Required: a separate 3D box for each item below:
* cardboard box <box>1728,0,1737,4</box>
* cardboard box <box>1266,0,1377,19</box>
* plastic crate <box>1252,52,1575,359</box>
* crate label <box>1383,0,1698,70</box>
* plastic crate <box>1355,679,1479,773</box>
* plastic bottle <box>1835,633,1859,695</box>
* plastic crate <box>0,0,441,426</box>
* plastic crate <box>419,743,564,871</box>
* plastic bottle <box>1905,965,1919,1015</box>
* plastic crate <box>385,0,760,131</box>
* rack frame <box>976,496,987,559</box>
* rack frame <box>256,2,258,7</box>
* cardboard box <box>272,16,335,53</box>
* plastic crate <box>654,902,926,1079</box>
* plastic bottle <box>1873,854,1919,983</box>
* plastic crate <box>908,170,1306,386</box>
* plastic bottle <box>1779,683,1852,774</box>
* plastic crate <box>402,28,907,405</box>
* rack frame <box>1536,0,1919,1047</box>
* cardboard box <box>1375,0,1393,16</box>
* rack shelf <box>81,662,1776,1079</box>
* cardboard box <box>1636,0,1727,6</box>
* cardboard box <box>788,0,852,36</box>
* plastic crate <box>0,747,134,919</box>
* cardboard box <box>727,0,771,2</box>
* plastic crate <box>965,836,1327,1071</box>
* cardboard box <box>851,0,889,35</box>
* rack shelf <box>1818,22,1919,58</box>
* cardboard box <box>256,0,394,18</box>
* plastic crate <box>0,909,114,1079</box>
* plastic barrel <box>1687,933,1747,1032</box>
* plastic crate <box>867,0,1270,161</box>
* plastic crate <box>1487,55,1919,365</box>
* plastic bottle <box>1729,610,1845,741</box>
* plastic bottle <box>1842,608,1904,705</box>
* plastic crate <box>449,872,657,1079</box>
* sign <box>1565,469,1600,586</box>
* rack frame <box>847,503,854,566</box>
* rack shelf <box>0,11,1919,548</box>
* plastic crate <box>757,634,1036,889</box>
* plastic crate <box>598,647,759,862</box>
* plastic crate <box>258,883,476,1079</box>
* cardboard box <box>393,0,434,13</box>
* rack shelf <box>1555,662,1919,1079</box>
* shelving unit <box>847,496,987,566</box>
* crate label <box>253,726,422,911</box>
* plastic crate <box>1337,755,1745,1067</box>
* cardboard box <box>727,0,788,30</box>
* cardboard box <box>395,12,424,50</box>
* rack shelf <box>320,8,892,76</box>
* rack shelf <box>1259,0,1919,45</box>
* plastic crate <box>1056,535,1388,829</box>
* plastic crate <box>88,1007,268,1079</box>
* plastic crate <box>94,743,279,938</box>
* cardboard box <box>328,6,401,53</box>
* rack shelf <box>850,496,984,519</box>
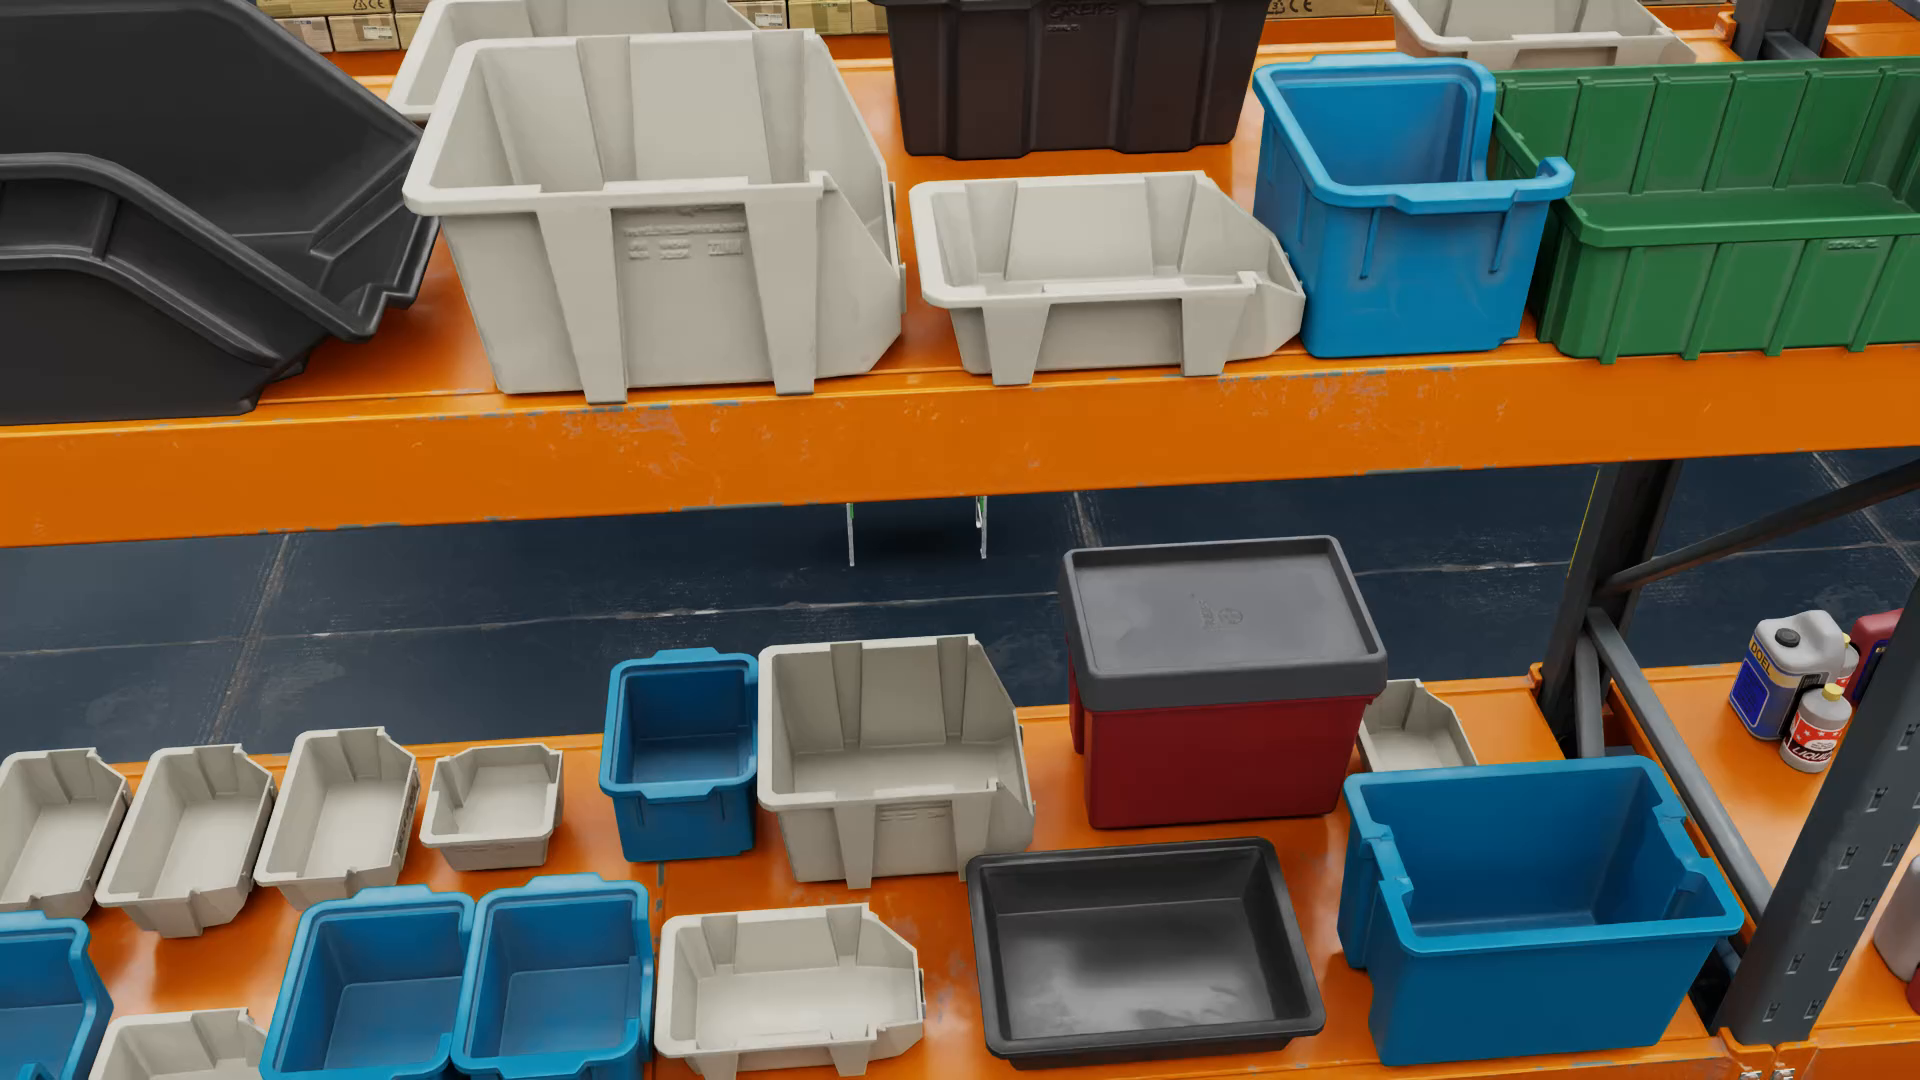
[{"bbox_3d":[3.474,-2.627,7.077,0.500,0.500,0.500,-4,38,-5],"label":"cardboard box"},{"bbox_3d":[1.454,-2.513,6.932,0.500,0.500,0.500,-3,38,-4],"label":"cardboard box"},{"bbox_3d":[0.534,-0.411,2.063,0.300,0.233,0.416,-3,38,-4],"label":"plastic crate"},{"bbox_3d":[0.899,-0.772,2.598,0.466,0.136,0.293,-3,38,-4],"label":"crate label"},{"bbox_3d":[0.936,0.471,3.396,0.243,0.136,0.396,-3,38,-4],"label":"plastic crate"},{"bbox_3d":[1.889,0.287,3.625,0.097,0.201,0.097,0,38,0],"label":"plastic bottle"},{"bbox_3d":[-1.026,-0.394,1.957,0.767,0.338,0.504,-3,38,-4],"label":"plastic crate"},{"bbox_3d":[-0.917,0.532,3.319,0.250,0.136,0.298,-3,38,-4],"label":"plastic crate"},{"bbox_3d":[1.815,0.743,2.981,0.133,0.283,0.061,-3,38,-4],"label":"plastic bottle"},{"bbox_3d":[-0.536,-0.667,2.466,0.530,0.136,0.437,-3,38,-4],"label":"plastic crate"},{"bbox_3d":[0.078,-0.475,5.884,0.015,1.200,0.240,-3,38,-4],"label":"rack frame"},{"bbox_3d":[-3.011,-2.383,6.848,0.127,3.000,1.000,-3,38,-4],"label":"rack frame"},{"bbox_3d":[-2.628,-2.100,6.693,0.250,0.149,0.380,-3,38,-3],"label":"cardboard box"},{"bbox_3d":[-0.296,0.815,2.960,0.466,0.136,0.293,-3,38,-4],"label":"plastic crate"},{"bbox_3d":[1.832,0.651,3.043,0.185,0.351,0.144,-3,38,-4],"label":"plastic bottle"},{"bbox_3d":[0.179,-0.316,2.020,0.466,0.136,0.293,-3,38,-4],"label":"plastic crate"},{"bbox_3d":[1.806,0.387,3.499,0.097,0.201,0.097,0,38,0],"label":"plastic bottle"},{"bbox_3d":[-0.337,-0.389,1.996,0.530,0.282,0.437,-3,38,-4],"label":"plastic crate"},{"bbox_3d":[1.412,0.454,3.253,0.127,3.000,1.000,-3,38,-4],"label":"rack frame"},{"bbox_3d":[1.955,-2.541,6.968,0.500,0.500,0.500,-3,38,-4],"label":"cardboard box"},{"bbox_3d":[-0.580,0.846,3.337,4.000,0.370,1.077,-3,38,-4],"label":"rack shelf"},{"bbox_3d":[2.967,-2.599,7.042,0.500,0.500,0.500,-2,38,-3],"label":"cardboard box"},{"bbox_3d":[-0.581,-2.214,6.837,0.250,0.149,0.380,-4,38,-5],"label":"cardboard box"},{"bbox_3d":[-1.776,0.597,3.237,0.243,0.136,0.396,-3,38,-4],"label":"plastic crate"},{"bbox_3d":[-0.971,-2.390,6.739,0.500,0.250,0.500,-4,38,-5],"label":"cardboard box"},{"bbox_3d":[0.321,0.765,3.032,0.590,0.125,0.437,-3,38,-4],"label":"plastic crate"},{"bbox_3d":[-0.326,-2.228,6.855,0.250,0.149,0.380,-2,38,-3],"label":"cardboard box"},{"bbox_3d":[3.404,-0.551,2.686,4.000,0.370,1.077,-3,38,-4],"label":"rack shelf"},{"bbox_3d":[-2.509,-2.300,6.625,0.500,0.250,0.500,-4,38,-5],"label":"cardboard box"},{"bbox_3d":[-1.641,0.869,2.814,0.300,0.233,0.416,-3,38,-4],"label":"plastic crate"},{"bbox_3d":[1.956,1.093,3.798,0.708,0.901,0.600,-3,38,-4],"label":"plastic barrel"},{"bbox_3d":[0.151,-0.774,2.493,0.590,0.269,0.497,-3,38,-4],"label":"plastic crate"},{"bbox_3d":[1.017,-0.431,2.124,0.662,0.188,0.450,-3,38,-4],"label":"plastic crate"},{"bbox_3d":[1.776,0.281,3.572,0.135,0.276,0.152,-3,38,-4],"label":"plastic bottle"},{"bbox_3d":[2.003,0.238,3.622,0.133,0.283,0.061,-3,38,-4],"label":"plastic bottle"},{"bbox_3d":[-0.687,0.816,2.881,0.300,0.233,0.416,-3,38,-4],"label":"plastic crate"},{"bbox_3d":[1.365,0.005,3.598,0.005,0.325,0.100,-3,38,-4],"label":"sign"},{"bbox_3d":[-0.408,-0.449,5.850,0.015,1.200,0.240,-3,38,-4],"label":"rack frame"},{"bbox_3d":[-0.580,-0.332,2.408,4.000,0.370,1.077,-3,38,-4],"label":"rack shelf"},{"bbox_3d":[-0.125,0.447,3.309,0.530,0.282,0.437,-3,38,-4],"label":"plastic crate"},{"bbox_3d":[-0.549,0.444,3.352,0.300,0.233,0.416,-3,38,-4],"label":"plastic crate"},{"bbox_3d":[-0.985,0.833,2.860,0.300,0.233,0.416,-3,38,-4],"label":"plastic crate"},{"bbox_3d":[-1.992,-2.333,6.666,0.500,0.250,0.500,-4,38,-5],"label":"cardboard box"},{"bbox_3d":[3.404,0.626,3.615,4.000,0.370,1.077,-3,38,-4],"label":"rack shelf"},{"bbox_3d":[-0.165,-0.462,5.867,0.503,1.200,0.258,-3,38,-4],"label":"shelving unit"},{"bbox_3d":[-1.211,0.559,3.284,0.243,0.136,0.396,-3,38,-4],"label":"crate label"},{"bbox_3d":[0.977,0.672,2.941,0.575,0.384,0.392,-3,38,-4],"label":"plastic crate"},{"bbox_3d":[-0.835,-2.201,6.820,0.250,0.149,0.380,-3,38,-3],"label":"cardboard box"},{"bbox_3d":[-2.117,-2.129,6.730,0.250,0.149,0.380,-4,38,-5],"label":"cardboard box"},{"bbox_3d":[-1.019,-2.210,7.210,4.000,0.370,1.077,-3,38,-4],"label":"rack shelf"},{"bbox_3d":[2.966,-2.430,7.488,4.000,0.370,1.077,-3,38,-4],"label":"rack shelf"},{"bbox_3d":[0.501,0.299,3.349,0.583,0.464,0.402,-3,38,-4],"label":"plastic crate"},{"bbox_3d":[-1.294,0.939,2.803,0.298,0.136,0.250,-3,38,-4],"label":"plastic crate"},{"bbox_3d":[-1.486,0.590,3.246,0.243,0.136,0.396,-3,38,-4],"label":"plastic crate"},{"bbox_3d":[-2.372,-2.115,6.712,0.250,0.149,0.380,-4,38,-5],"label":"cardboard box"},{"bbox_3d":[-0.165,-0.223,6.055,0.480,0.148,0.258,-3,38,-4],"label":"rack shelf"}]
